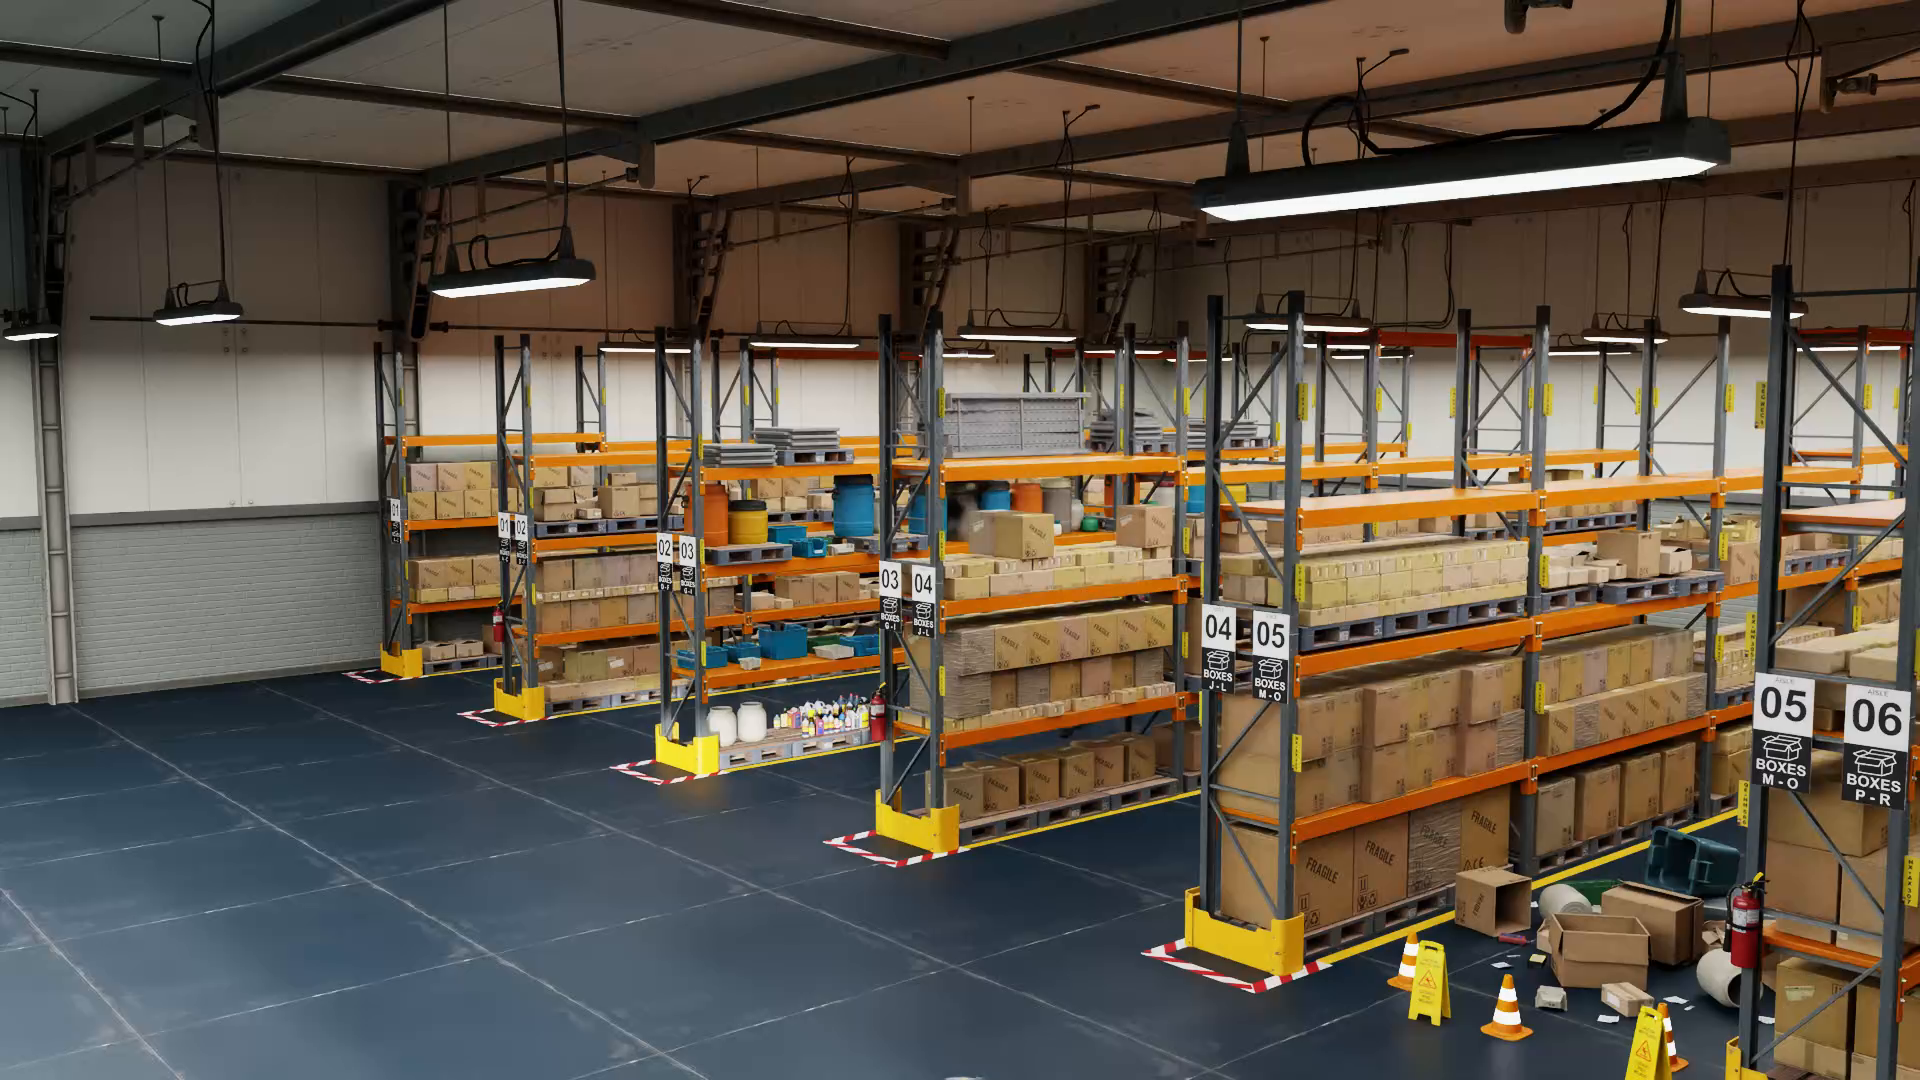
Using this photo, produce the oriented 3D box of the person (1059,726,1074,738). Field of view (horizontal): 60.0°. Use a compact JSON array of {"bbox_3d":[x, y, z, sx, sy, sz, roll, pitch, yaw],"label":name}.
[{"bbox_3d":[1.604,1.901,23.471,0.661,1.705,0.733,3,6,32],"label":"person"}]
